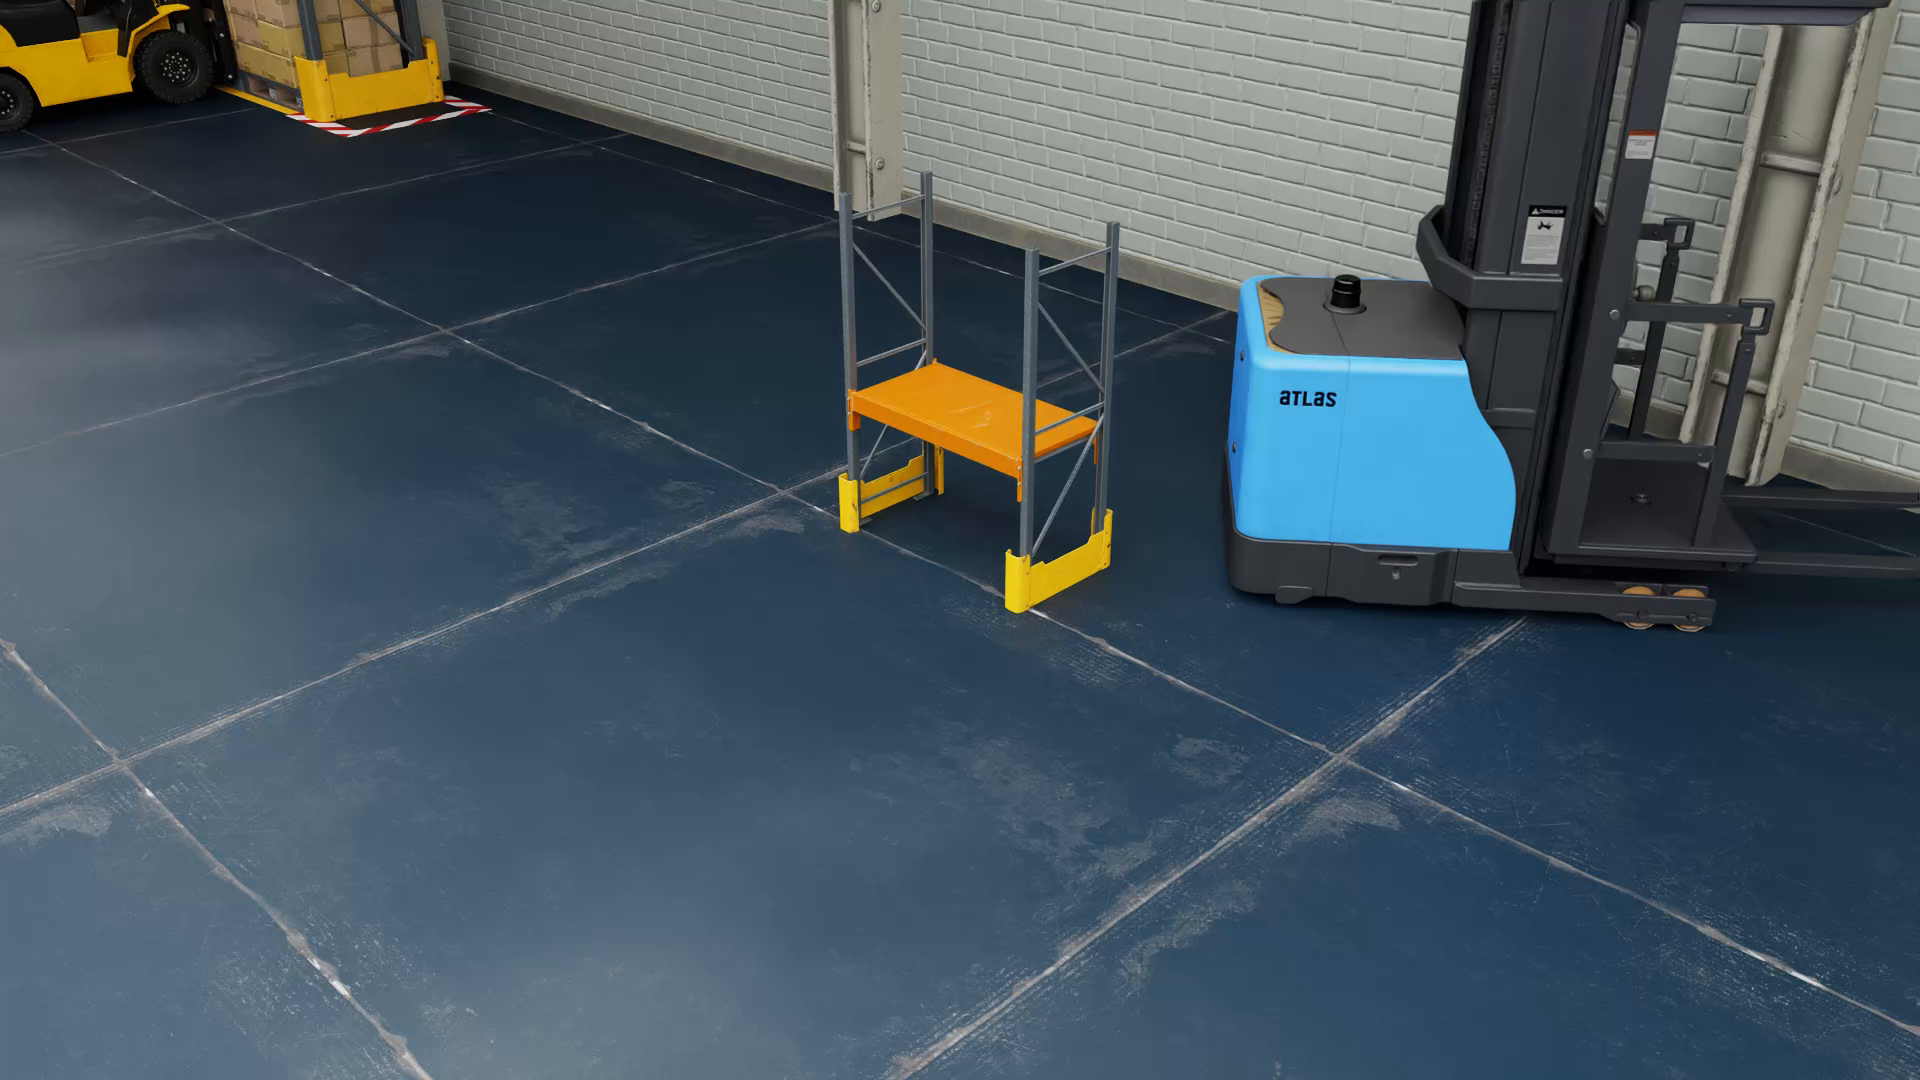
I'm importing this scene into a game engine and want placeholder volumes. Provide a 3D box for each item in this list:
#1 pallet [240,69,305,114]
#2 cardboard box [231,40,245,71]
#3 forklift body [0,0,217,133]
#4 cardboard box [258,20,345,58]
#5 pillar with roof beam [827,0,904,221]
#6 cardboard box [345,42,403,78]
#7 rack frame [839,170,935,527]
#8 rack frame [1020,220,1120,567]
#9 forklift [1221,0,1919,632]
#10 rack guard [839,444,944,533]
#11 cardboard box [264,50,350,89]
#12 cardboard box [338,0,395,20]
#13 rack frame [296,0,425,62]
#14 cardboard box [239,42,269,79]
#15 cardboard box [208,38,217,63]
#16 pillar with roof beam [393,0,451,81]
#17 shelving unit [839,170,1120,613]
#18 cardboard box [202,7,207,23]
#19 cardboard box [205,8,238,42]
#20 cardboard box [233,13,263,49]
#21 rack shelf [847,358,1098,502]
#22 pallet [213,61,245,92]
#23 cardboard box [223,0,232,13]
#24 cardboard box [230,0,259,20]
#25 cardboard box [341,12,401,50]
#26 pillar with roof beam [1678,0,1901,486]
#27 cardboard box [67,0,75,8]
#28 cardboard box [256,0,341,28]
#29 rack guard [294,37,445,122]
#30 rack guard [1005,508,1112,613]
[{"bbox_3d":[-5.623,-4.062,14.748,1.213,0.211,1.003,25,36,38],"label":"pallet"},{"bbox_3d":[-6.303,-4.409,14.916,0.500,0.250,0.500,-25,37,-39],"label":"cardboard box"},{"bbox_3d":[-7.679,-4.698,13.873,1.214,2.155,2.313,25,36,38],"label":"forklift body"},{"bbox_3d":[-5.614,-4.305,14.181,0.500,0.250,0.500,24,36,38],"label":"cardboard box"},{"bbox_3d":[-3.653,-4.855,6.815,0.400,9.000,9.100,25,36,38],"label":"pillar with roof beam"},{"bbox_3d":[-5.261,-4.254,14.621,0.500,0.250,0.500,25,37,39],"label":"cardboard box"},{"bbox_3d":[-0.302,-0.802,7.163,0.032,1.500,0.500,25,36,38],"label":"rack frame"},{"bbox_3d":[0.423,-0.470,6.533,0.032,1.500,0.500,25,36,38],"label":"rack frame"},{"bbox_3d":[2.647,-1.196,6.375,3.031,2.935,1.130,3,28,5],"label":"forklift"},{"bbox_3d":[-0.301,-0.248,7.454,0.087,0.250,0.587,25,36,38],"label":"rack guard"},{"bbox_3d":[-5.605,-4.078,14.285,0.500,0.250,0.500,25,37,39],"label":"cardboard box"},{"bbox_3d":[-5.258,-4.691,14.378,0.500,0.250,0.500,24,36,38],"label":"cardboard box"},{"bbox_3d":[-5.048,-5.060,13.651,0.127,3.000,1.000,25,36,38],"label":"rack frame"},{"bbox_3d":[-5.953,-4.243,14.599,0.500,0.250,0.500,25,36,38],"label":"cardboard box"},{"bbox_3d":[-6.689,-4.571,15.224,0.500,0.250,0.500,-24,36,-38],"label":"cardboard box"},{"bbox_3d":[-7.931,-6.813,10.538,0.400,9.000,9.100,25,36,38],"label":"pillar with roof beam"},{"bbox_3d":[0.054,-0.639,6.854,1.083,1.500,0.587,25,36,38],"label":"shelving unit"},{"bbox_3d":[-6.702,-4.799,15.119,0.500,0.250,0.500,24,36,38],"label":"cardboard box"},{"bbox_3d":[-6.347,-4.634,14.806,0.500,0.250,0.500,24,36,37],"label":"cardboard box"},{"bbox_3d":[-5.965,-4.473,14.499,0.500,0.250,0.500,24,36,38],"label":"cardboard box"},{"bbox_3d":[0.061,-0.477,6.932,1.000,0.185,0.538,25,36,38],"label":"rack shelf"},{"bbox_3d":[-6.489,-4.460,15.505,1.213,0.211,1.003,25,36,38],"label":"pallet"},{"bbox_3d":[-6.330,-4.844,14.669,0.500,0.250,0.500,-25,37,-39],"label":"cardboard box"},{"bbox_3d":[-5.963,-4.683,14.362,0.500,0.250,0.500,-25,36,-38],"label":"cardboard box"},{"bbox_3d":[-5.238,-4.473,14.499,0.500,0.250,0.500,-25,36,-38],"label":"cardboard box"},{"bbox_3d":[0.626,-2.898,3.092,0.400,9.000,9.100,25,36,38],"label":"pillar with roof beam"},{"bbox_3d":[-8.828,-5.923,17.391,0.625,0.625,0.875,24,36,38],"label":"cardboard box"},{"bbox_3d":[-5.595,-4.518,14.049,0.500,0.250,0.500,-24,36,-38],"label":"cardboard box"},{"bbox_3d":[-5.031,-3.946,14.217,0.348,0.500,1.175,25,36,38],"label":"rack guard"},{"bbox_3d":[0.409,0.077,6.835,0.087,0.250,0.587,25,36,38],"label":"rack guard"}]
